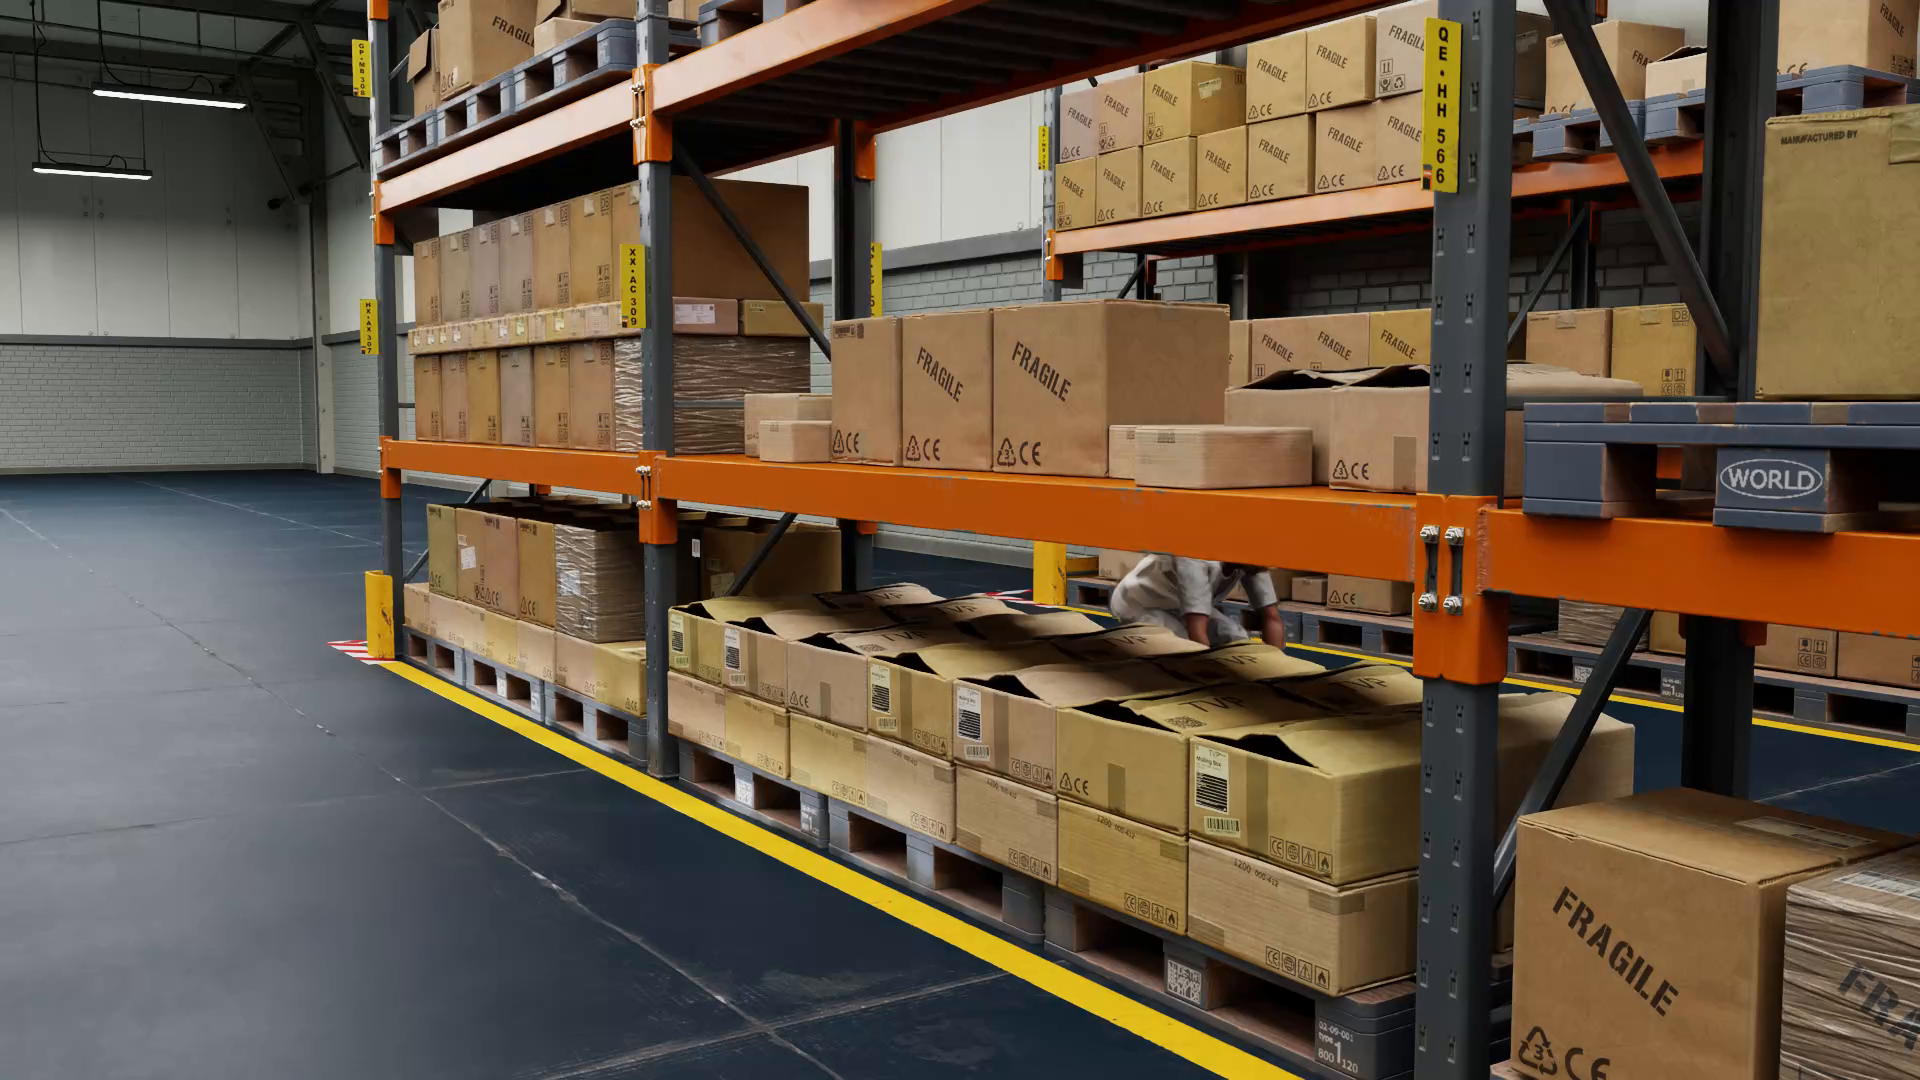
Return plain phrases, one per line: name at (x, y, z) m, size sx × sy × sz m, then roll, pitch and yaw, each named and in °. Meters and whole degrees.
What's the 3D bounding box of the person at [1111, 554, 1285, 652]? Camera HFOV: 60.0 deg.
person at (1.115, 0.379, 7.599) m, size 0.584 × 1.038 × 0.895 m, roll -3°, pitch 6°, yaw -34°
